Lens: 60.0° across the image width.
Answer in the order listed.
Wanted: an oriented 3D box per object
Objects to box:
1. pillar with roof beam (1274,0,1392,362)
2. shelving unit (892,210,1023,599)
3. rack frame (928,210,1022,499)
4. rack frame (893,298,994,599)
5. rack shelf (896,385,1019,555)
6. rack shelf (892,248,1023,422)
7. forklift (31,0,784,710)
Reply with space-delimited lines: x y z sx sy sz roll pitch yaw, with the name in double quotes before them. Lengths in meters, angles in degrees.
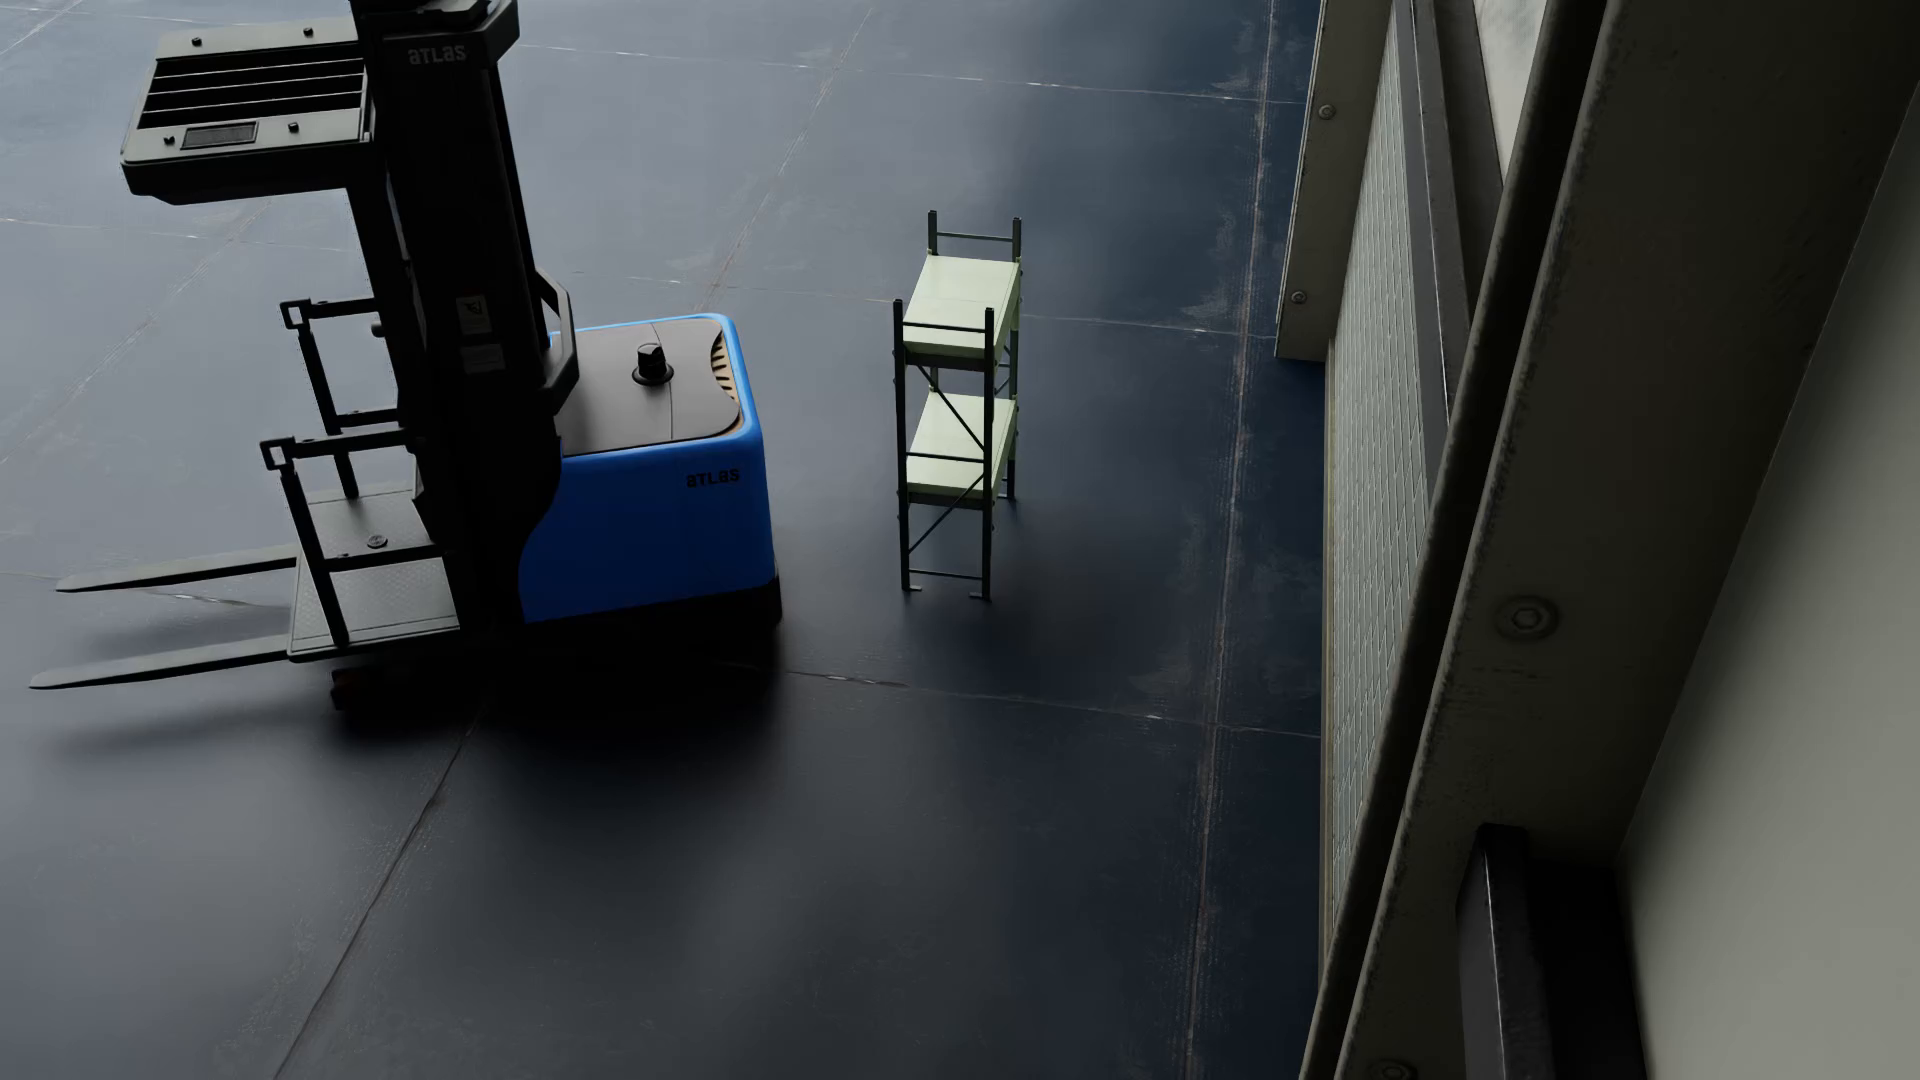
"pillar with roof beam" -2.364 -5.033 6.776 9.100 9.000 0.400 6 40 8
"shelving unit" -0.001 -0.574 7.267 0.431 1.500 0.755 6 40 8
"rack frame" 0.062 -0.804 7.545 0.400 1.500 0.023 6 40 8
"rack frame" -0.064 -0.344 6.989 0.400 1.500 0.023 6 40 8
"rack shelf" -0.001 -0.323 7.475 0.431 0.370 0.720 6 40 8
"rack shelf" -0.001 -0.875 7.018 0.431 0.370 0.720 6 40 8
"forklift" -2.340 -0.797 6.413 3.031 2.935 1.130 -9 40 -10
